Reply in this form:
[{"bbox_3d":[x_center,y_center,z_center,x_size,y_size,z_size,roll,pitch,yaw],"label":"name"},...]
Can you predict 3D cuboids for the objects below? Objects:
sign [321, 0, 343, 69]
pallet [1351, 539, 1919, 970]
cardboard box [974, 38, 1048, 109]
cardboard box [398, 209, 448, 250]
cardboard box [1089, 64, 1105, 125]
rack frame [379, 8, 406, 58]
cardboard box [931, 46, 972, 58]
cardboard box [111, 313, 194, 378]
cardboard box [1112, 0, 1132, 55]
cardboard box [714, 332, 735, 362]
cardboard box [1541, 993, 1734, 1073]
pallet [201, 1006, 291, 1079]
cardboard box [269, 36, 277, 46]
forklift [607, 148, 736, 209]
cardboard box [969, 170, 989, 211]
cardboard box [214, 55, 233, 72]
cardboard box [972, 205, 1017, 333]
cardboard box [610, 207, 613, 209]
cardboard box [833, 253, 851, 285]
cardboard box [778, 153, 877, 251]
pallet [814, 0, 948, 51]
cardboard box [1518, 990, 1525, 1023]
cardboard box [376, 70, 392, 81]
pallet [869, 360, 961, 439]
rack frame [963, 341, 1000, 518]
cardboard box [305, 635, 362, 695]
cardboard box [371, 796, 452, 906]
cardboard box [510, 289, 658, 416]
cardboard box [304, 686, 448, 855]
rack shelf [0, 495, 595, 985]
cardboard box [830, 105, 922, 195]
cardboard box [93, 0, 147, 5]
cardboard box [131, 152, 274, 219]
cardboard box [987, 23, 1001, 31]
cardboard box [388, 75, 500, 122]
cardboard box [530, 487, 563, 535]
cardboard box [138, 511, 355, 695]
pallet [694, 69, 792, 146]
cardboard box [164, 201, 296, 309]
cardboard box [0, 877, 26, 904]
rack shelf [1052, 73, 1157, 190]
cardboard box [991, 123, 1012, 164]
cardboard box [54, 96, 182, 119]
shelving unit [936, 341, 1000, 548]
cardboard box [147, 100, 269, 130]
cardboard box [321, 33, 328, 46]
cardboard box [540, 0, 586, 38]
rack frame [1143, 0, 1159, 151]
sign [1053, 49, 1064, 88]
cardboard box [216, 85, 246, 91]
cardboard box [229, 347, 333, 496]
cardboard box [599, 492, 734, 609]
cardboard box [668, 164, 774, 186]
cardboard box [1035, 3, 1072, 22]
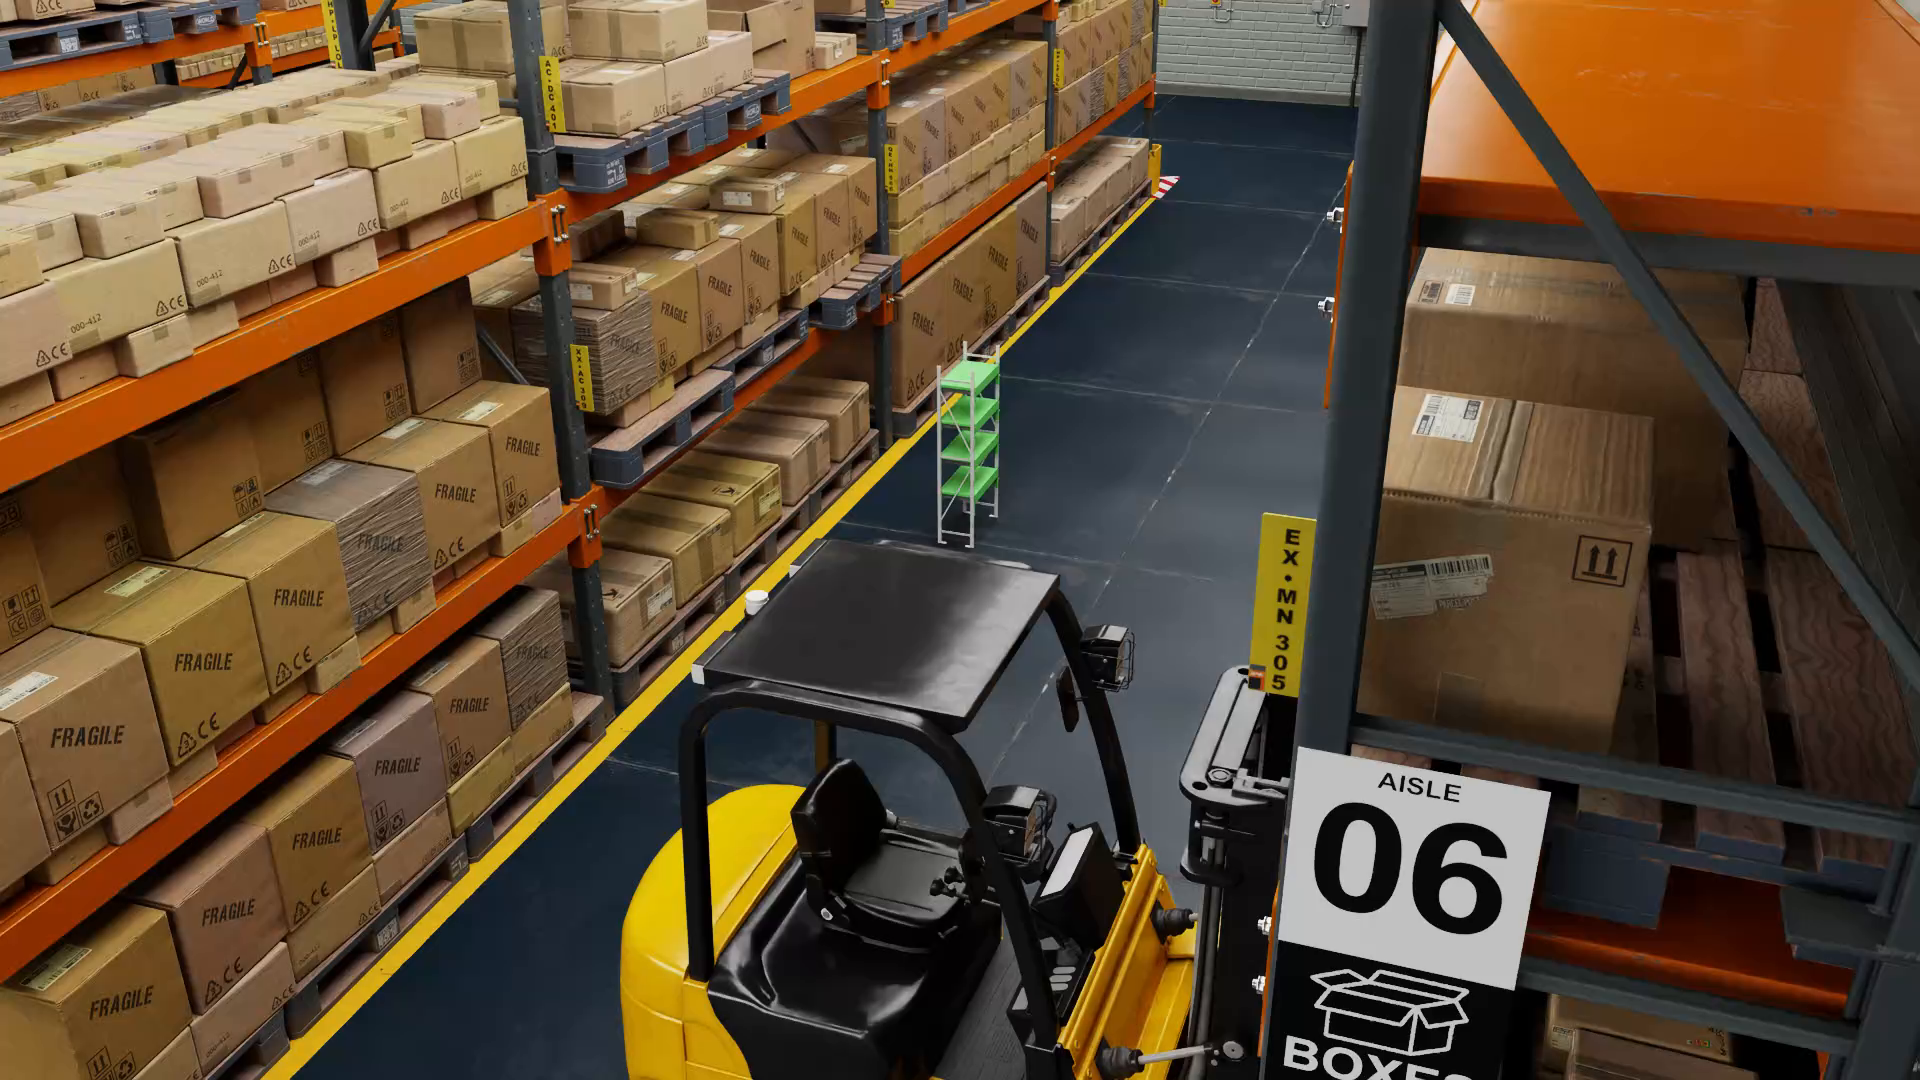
[{"bbox_3d":[-2.837,-2.294,7.558,0.100,0.325,0.005,9,27,17],"label":"sign"},{"bbox_3d":[1.298,0.311,3.326,1.003,0.211,1.213,9,27,17],"label":"pallet"},{"bbox_3d":[0.437,-4.017,14.343,0.500,0.500,0.500,10,27,19],"label":"cardboard box"},{"bbox_3d":[-2.360,-1.318,6.876,0.380,0.149,0.250,9,27,18],"label":"cardboard box"},{"bbox_3d":[1.095,-4.352,16.181,0.500,0.500,0.500,9,27,18],"label":"cardboard box"},{"bbox_3d":[-7.665,-6.823,21.400,1.000,3.000,0.127,9,27,17],"label":"rack frame"},{"bbox_3d":[-0.211,-3.885,14.069,0.500,0.500,0.500,9,27,17],"label":"cardboard box"},{"bbox_3d":[-2.801,-0.668,5.535,0.380,0.149,0.250,9,27,18],"label":"cardboard box"},{"bbox_3d":[1.431,-5.226,16.840,0.500,0.500,0.500,9,27,17],"label":"cardboard box"},{"bbox_3d":[-1.508,-1.142,9.472,0.380,0.149,0.250,9,27,18],"label":"cardboard box"},{"bbox_3d":[1.545,1.117,3.801,0.380,0.149,0.250,9,27,18],"label":"cardboard box"},{"bbox_3d":[-3.315,2.084,6.203,1.003,0.211,1.213,9,27,17],"label":"pallet"},{"bbox_3d":[-8.255,-5.818,19.155,0.500,0.250,0.500,9,27,19],"label":"cardboard box"},{"bbox_3d":[-2.377,-2.734,13.032,1.130,2.935,3.031,10,28,19],"label":"forklift"},{"bbox_3d":[-0.086,-2.827,13.319,0.500,0.250,0.500,9,27,17],"label":"cardboard box"},{"bbox_3d":[-8.409,-5.356,18.658,0.380,0.149,0.250,10,27,19],"label":"cardboard box"},{"bbox_3d":[-0.075,-2.336,14.089,0.875,0.875,0.875,10,27,19],"label":"cardboard box"},{"bbox_3d":[-3.839,-3.537,17.402,0.380,0.149,0.250,10,27,19],"label":"cardboard box"},{"bbox_3d":[-0.931,-1.775,10.780,0.380,0.149,0.250,9,27,17],"label":"cardboard box"},{"bbox_3d":[-0.871,-2.239,10.994,0.500,0.500,0.500,8,27,16],"label":"cardboard box"},{"bbox_3d":[-0.817,-3.636,11.591,1.213,0.211,1.003,10,28,20],"label":"pallet"},{"bbox_3d":[1.781,1.275,4.561,0.500,0.500,0.500,8,27,17],"label":"cardboard box"},{"bbox_3d":[-5.346,-4.135,14.973,0.380,0.149,0.250,10,28,19],"label":"cardboard box"},{"bbox_3d":[-0.648,-1.156,12.896,1.003,0.211,1.213,9,27,17],"label":"pallet"},{"bbox_3d":[0.136,-0.708,10.836,0.240,1.200,0.015,9,27,17],"label":"rack frame"},{"bbox_3d":[-2.632,0.465,6.636,0.380,0.149,0.250,9,27,18],"label":"cardboard box"},{"bbox_3d":[-2.597,1.305,7.287,0.500,0.250,0.500,9,27,18],"label":"cardboard box"},{"bbox_3d":[-1.886,-0.973,8.380,0.500,0.500,0.500,9,27,19],"label":"cardboard box"},{"bbox_3d":[-2.593,0.958,7.143,0.500,0.500,0.500,10,28,20],"label":"cardboard box"},{"bbox_3d":[-2.978,0.691,6.706,1.077,0.370,4.000,9,27,17],"label":"rack shelf"},{"bbox_3d":[-0.587,-2.760,11.747,0.500,0.500,0.500,8,27,16],"label":"cardboard box"},{"bbox_3d":[-5.748,-3.845,11.314,0.500,0.311,0.500,9,27,17],"label":"cardboard box"},{"bbox_3d":[-2.638,-1.237,5.795,0.380,0.149,0.250,9,27,18],"label":"cardboard box"},{"bbox_3d":[0.152,-4.702,15.012,0.380,0.149,0.250,8,27,16],"label":"cardboard box"},{"bbox_3d":[-2.212,-1.888,7.140,0.380,0.149,0.250,9,27,19],"label":"cardboard box"},{"bbox_3d":[-2.132,-0.165,7.937,0.380,0.149,0.250,8,27,17],"label":"cardboard box"},{"bbox_3d":[-2.725,0.223,6.391,0.500,0.500,0.500,8,27,16],"label":"cardboard box"},{"bbox_3d":[-1.665,-2.385,9.007,1.213,0.211,1.003,9,27,17],"label":"pallet"},{"bbox_3d":[-2.711,-1.024,5.812,0.500,0.250,0.500,9,27,19],"label":"cardboard box"},{"bbox_3d":[-3.265,1.087,5.351,0.380,0.149,0.250,9,27,18],"label":"cardboard box"},{"bbox_3d":[1.015,-4.240,16.891,1.077,0.370,4.000,9,27,17],"label":"rack shelf"},{"bbox_3d":[0.106,-3.263,13.645,0.500,0.250,0.500,9,27,19],"label":"cardboard box"},{"bbox_3d":[-6.009,-2.879,11.991,0.700,0.500,0.500,8,27,17],"label":"cardboard box"},{"bbox_3d":[0.055,-0.608,10.629,0.258,1.200,0.503,9,27,17],"label":"shelving unit"},{"bbox_3d":[-2.993,-1.646,6.638,0.380,0.149,0.250,9,27,17],"label":"cardboard box"},{"bbox_3d":[-7.811,-6.096,20.186,0.380,0.149,0.250,8,27,16],"label":"cardboard box"},{"bbox_3d":[-1.921,-2.830,8.828,0.500,0.250,0.500,9,27,18],"label":"cardboard box"},{"bbox_3d":[1.680,-5.386,18.432,1.000,3.000,0.127,9,27,17],"label":"rack frame"},{"bbox_3d":[0.864,-4.153,14.647,0.100,0.325,0.005,9,27,17],"label":"sign"},{"bbox_3d":[-8.701,-4.671,18.912,0.875,0.875,0.875,9,27,17],"label":"cardboard box"},{"bbox_3d":[-3.047,-0.525,6.788,0.700,0.500,0.500,8,27,16],"label":"cardboard box"},{"bbox_3d":[-1.905,0.027,9.785,0.950,0.372,0.625,11,28,21],"label":"cardboard box"},{"bbox_3d":[-1.516,-2.100,10.706,0.500,0.500,0.500,10,28,20],"label":"cardboard box"},{"bbox_3d":[0.815,-4.840,15.298,0.380,0.149,0.250,8,27,17],"label":"cardboard box"}]
